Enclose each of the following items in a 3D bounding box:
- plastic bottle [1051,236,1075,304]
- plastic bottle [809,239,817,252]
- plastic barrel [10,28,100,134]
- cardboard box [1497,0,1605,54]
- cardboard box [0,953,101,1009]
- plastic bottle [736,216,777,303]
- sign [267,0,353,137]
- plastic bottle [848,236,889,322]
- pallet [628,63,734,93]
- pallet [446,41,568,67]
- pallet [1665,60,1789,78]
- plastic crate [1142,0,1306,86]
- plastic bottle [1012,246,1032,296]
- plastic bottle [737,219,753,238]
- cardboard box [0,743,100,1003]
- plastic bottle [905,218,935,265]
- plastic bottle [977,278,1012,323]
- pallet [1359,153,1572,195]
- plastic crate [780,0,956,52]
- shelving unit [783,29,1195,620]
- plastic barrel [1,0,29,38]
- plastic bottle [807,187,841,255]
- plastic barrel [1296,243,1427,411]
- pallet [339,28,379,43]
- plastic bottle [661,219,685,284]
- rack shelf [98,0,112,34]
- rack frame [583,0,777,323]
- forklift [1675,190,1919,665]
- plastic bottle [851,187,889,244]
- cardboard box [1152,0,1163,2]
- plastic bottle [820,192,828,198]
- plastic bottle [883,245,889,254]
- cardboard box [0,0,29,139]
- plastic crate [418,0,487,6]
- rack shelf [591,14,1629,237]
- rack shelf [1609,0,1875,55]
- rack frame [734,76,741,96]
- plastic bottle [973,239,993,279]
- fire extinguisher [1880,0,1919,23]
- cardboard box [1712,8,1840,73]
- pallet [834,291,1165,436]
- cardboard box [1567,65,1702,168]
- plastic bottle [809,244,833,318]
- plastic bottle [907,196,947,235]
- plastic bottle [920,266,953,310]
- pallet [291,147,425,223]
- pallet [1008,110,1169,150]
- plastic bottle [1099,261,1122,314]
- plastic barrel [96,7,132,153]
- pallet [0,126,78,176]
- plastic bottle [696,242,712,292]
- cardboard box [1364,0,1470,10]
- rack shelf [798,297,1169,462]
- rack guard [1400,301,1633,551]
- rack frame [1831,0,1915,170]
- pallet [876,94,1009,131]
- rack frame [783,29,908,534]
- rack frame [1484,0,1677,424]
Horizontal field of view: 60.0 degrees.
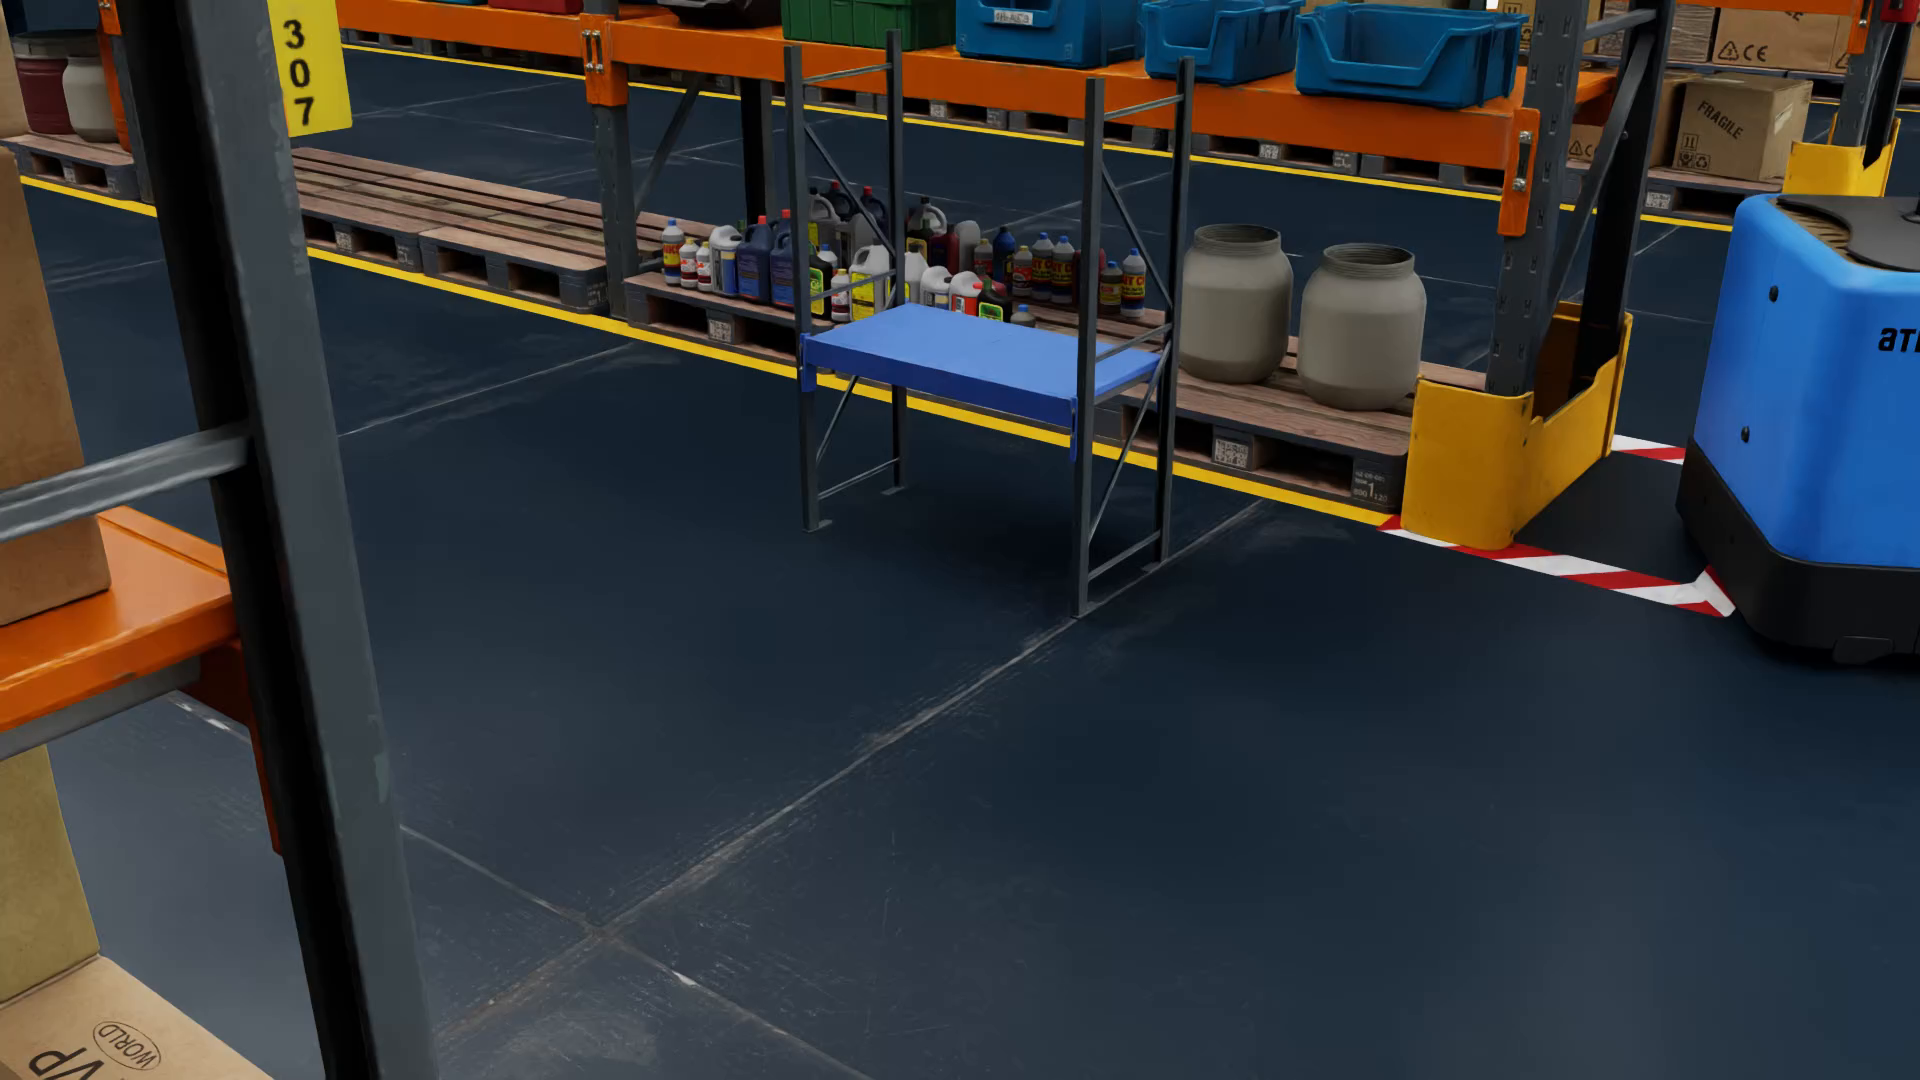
[{"bbox_3d":[0.429,-1.129,6.930,0.097,0.271,0.097,0,24,0],"label":"plastic bottle"},{"bbox_3d":[-0.648,-1.149,6.976,0.097,0.271,0.097,0,24,0],"label":"plastic bottle"},{"bbox_3d":[-5.740,-2.963,10.725,0.708,0.588,0.600,17,29,33],"label":"plastic barrel"},{"bbox_3d":[5.254,-4.741,14.403,0.875,0.875,0.875,17,29,34],"label":"cardboard box"},{"bbox_3d":[-1.704,0.788,2.631,0.500,0.250,0.500,17,29,33],"label":"cardboard box"},{"bbox_3d":[-0.836,-1.182,6.951,0.185,0.351,0.144,18,29,35],"label":"plastic bottle"},{"bbox_3d":[-0.669,-0.567,1.645,0.005,0.325,0.100,17,29,33],"label":"sign"},{"bbox_3d":[-0.345,-1.033,6.614,0.185,0.351,0.144,17,29,33],"label":"plastic bottle"},{"bbox_3d":[-2.049,-4.026,14.125,1.213,0.211,1.003,17,29,33],"label":"pallet"},{"bbox_3d":[-4.002,-4.616,15.464,1.213,0.211,1.003,17,29,33],"label":"pallet"},{"bbox_3d":[6.335,-3.915,13.875,1.213,0.211,1.003,17,29,33],"label":"pallet"},{"bbox_3d":[0.871,-1.670,5.503,0.408,0.251,0.499,17,29,33],"label":"plastic crate"},{"bbox_3d":[0.270,-1.145,7.053,0.097,0.201,0.097,0,24,0],"label":"plastic bottle"},{"bbox_3d":[-0.903,-1.226,7.137,0.133,0.283,0.061,17,29,33],"label":"plastic bottle"},{"bbox_3d":[-1.703,0.444,2.481,0.500,0.500,0.500,17,29,33],"label":"cardboard box"},{"bbox_3d":[-0.174,-1.253,7.197,0.133,0.283,0.061,17,29,33],"label":"plastic bottle"},{"bbox_3d":[0.130,-0.838,6.254,0.133,0.283,0.061,18,29,35],"label":"plastic bottle"},{"bbox_3d":[3.276,-2.398,10.430,1.213,0.211,1.003,17,29,33],"label":"pallet"},{"bbox_3d":[-0.317,-2.005,6.344,0.662,0.188,0.450,17,29,33],"label":"plastic crate"},{"bbox_3d":[0.068,-0.666,4.901,1.048,1.500,0.538,17,29,33],"label":"shelving unit"},{"bbox_3d":[-6.643,-3.380,11.282,0.708,0.901,0.600,17,29,33],"label":"plastic barrel"},{"bbox_3d":[-0.632,-1.401,7.450,0.185,0.351,0.144,17,29,33],"label":"plastic bottle"},{"bbox_3d":[1.395,-0.742,5.780,0.421,0.512,0.421,0,24,0],"label":"plastic barrel"},{"bbox_3d":[-6.206,-5.282,16.976,1.213,0.211,1.003,17,29,33],"label":"pallet"},{"bbox_3d":[-1.241,-1.256,7.218,0.097,0.271,0.097,0,24,0],"label":"plastic bottle"},{"bbox_3d":[-6.035,-3.643,10.691,4.000,0.370,1.077,17,29,33],"label":"rack shelf"},{"bbox_3d":[-1.233,-2.522,7.253,0.127,3.000,1.000,17,29,33],"label":"rack frame"},{"bbox_3d":[3.714,-1.114,4.144,3.031,2.935,1.130,3,24,8],"label":"forklift"},{"bbox_3d":[-0.392,-1.401,7.450,0.185,0.351,0.144,15,28,31],"label":"plastic bottle"},{"bbox_3d":[2.025,-5.649,16.620,0.750,0.750,1.050,16,29,33],"label":"cardboard box"},{"bbox_3d":[-0.651,-1.470,7.689,0.133,0.283,0.061,19,30,36],"label":"plastic bottle"},{"bbox_3d":[-0.276,-1.053,6.752,0.135,0.276,0.152,17,29,33],"label":"plastic bottle"},{"bbox_3d":[-1.191,-0.464,1.654,0.250,0.149,0.380,17,29,33],"label":"cardboard box"},{"bbox_3d":[-2.303,-2.681,7.634,0.575,0.384,0.392,17,29,33],"label":"plastic crate"},{"bbox_3d":[0.367,-1.709,6.300,4.000,0.370,1.077,17,29,33],"label":"rack shelf"},{"bbox_3d":[3.337,-3.307,9.927,4.000,0.370,1.077,17,29,33],"label":"rack shelf"},{"bbox_3d":[-1.464,-5.087,13.075,0.127,3.000,1.000,17,29,33],"label":"rack frame"},{"bbox_3d":[0.105,-1.195,7.166,0.097,0.201,0.097,0,24,0],"label":"plastic bottle"},{"bbox_3d":[4.753,-2.941,8.300,0.183,0.674,0.296,17,29,33],"label":"fire extinguisher"},{"bbox_3d":[6.706,-4.303,13.410,0.875,0.875,0.875,16,29,32],"label":"cardboard box"},{"bbox_3d":[0.259,-0.775,6.747,1.213,0.211,1.003,17,29,33],"label":"pallet"},{"bbox_3d":[3.949,-2.490,9.762,0.500,0.500,0.500,-17,29,-34],"label":"cardboard box"},{"bbox_3d":[-0.578,-1.052,6.740,0.133,0.283,0.061,18,30,36],"label":"plastic bottle"},{"bbox_3d":[-0.133,-1.323,7.273,0.185,0.351,0.144,17,29,33],"label":"plastic bottle"},{"bbox_3d":[-0.062,-0.915,6.439,0.135,0.276,0.152,16,28,32],"label":"plastic bottle"},{"bbox_3d":[-3.838,-2.013,9.557,1.213,0.211,1.003,17,29,33],"label":"pallet"},{"bbox_3d":[1.113,-3.031,11.868,1.213,0.211,1.003,17,29,33],"label":"pallet"},{"bbox_3d":[0.621,-1.039,6.813,0.097,0.201,0.097,0,24,0],"label":"plastic bottle"},{"bbox_3d":[-4.836,-2.801,10.057,0.708,0.830,0.600,17,29,33],"label":"plastic barrel"},{"bbox_3d":[-6.062,-2.685,11.082,1.213,0.211,1.003,17,29,33],"label":"pallet"},{"bbox_3d":[-1.079,-1.175,7.121,0.097,0.201,0.097,0,24,0],"label":"plastic bottle"},{"bbox_3d":[4.242,-4.979,15.100,0.750,0.750,1.050,17,29,33],"label":"cardboard box"},{"bbox_3d":[0.068,-0.501,4.973,1.000,0.185,0.538,17,29,33],"label":"rack shelf"},{"bbox_3d":[1.878,-0.414,5.569,0.348,0.500,1.175,17,29,33],"label":"rack guard"},{"bbox_3d":[4.938,-3.152,8.684,0.127,3.000,1.000,17,29,33],"label":"rack frame"},{"bbox_3d":[0.133,-3.326,12.537,1.213,0.211,1.003,17,29,33],"label":"pallet"},{"bbox_3d":[-0.339,-0.789,5.180,0.032,1.500,0.500,17,29,33],"label":"rack frame"},{"bbox_3d":[1.967,-1.554,5.057,0.127,3.000,1.000,17,29,33],"label":"rack frame"}]
